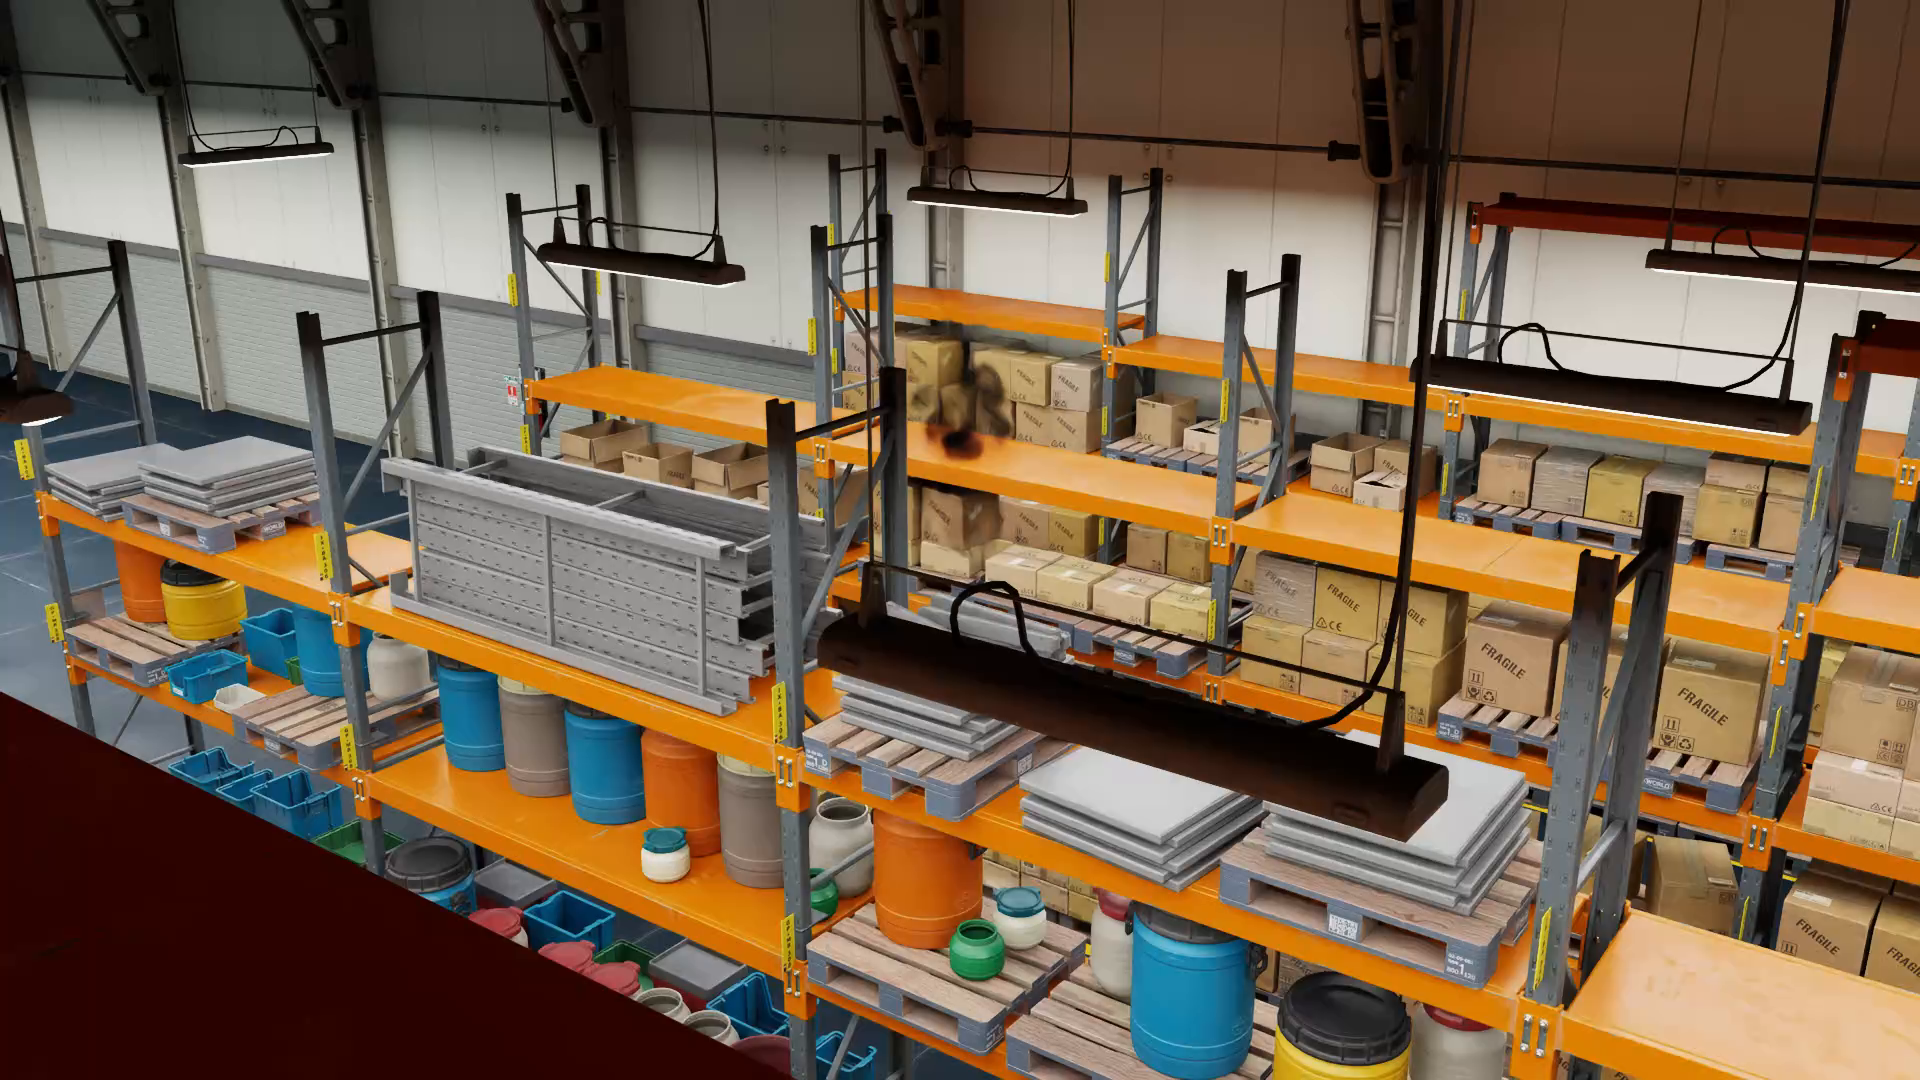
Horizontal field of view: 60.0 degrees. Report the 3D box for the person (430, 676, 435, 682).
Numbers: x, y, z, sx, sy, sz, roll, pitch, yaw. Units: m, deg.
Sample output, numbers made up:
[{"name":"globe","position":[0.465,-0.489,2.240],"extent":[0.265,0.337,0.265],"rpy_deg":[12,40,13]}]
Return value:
[{"name":"person","position":[-6.514,1.176,18.800],"extent":[1.060,1.800,0.719],"rpy_deg":[-9,21,-25]}]
